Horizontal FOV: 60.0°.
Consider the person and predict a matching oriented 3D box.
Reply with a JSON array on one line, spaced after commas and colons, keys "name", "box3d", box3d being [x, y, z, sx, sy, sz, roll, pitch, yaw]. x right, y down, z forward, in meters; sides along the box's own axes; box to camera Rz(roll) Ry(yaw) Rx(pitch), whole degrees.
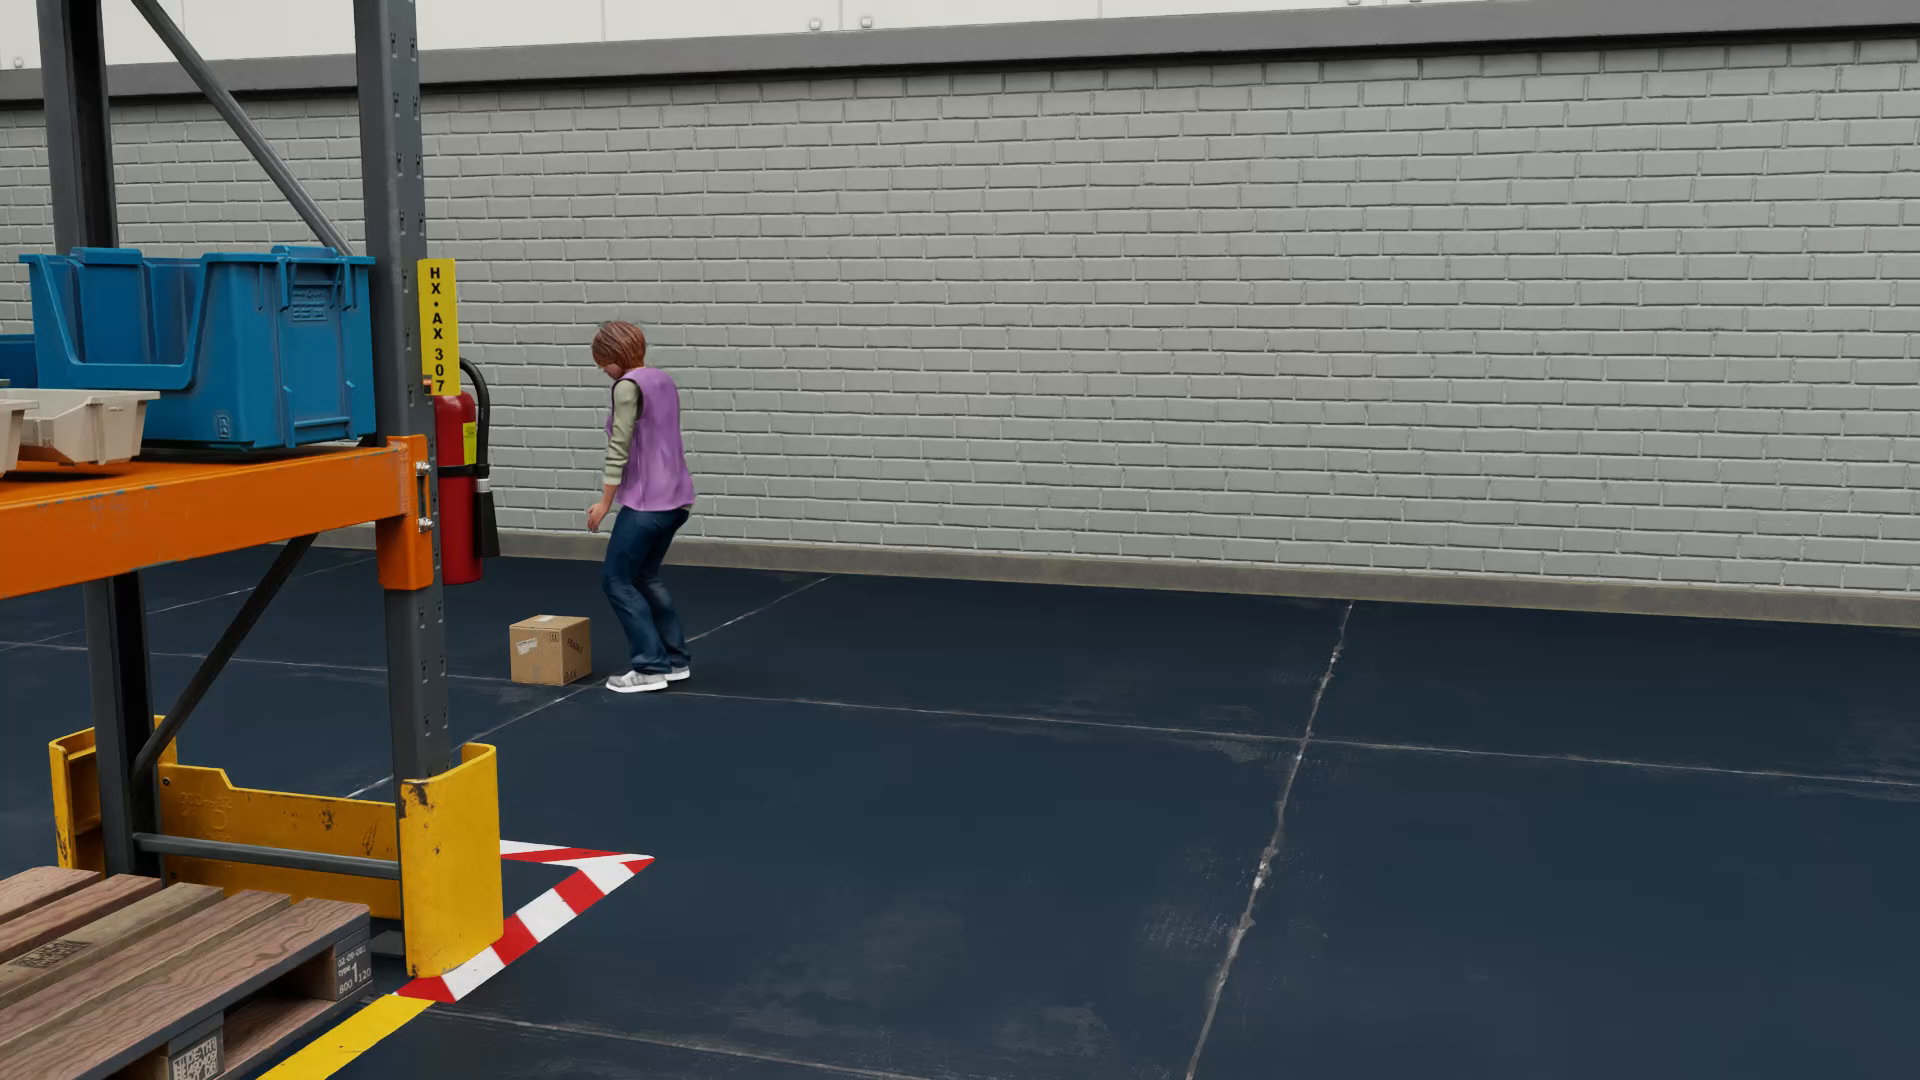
[{"name": "person", "box3d": [-1.333, -0.135, 6.971, 0.399, 1.549, 0.430, 3, 9, 18]}]
